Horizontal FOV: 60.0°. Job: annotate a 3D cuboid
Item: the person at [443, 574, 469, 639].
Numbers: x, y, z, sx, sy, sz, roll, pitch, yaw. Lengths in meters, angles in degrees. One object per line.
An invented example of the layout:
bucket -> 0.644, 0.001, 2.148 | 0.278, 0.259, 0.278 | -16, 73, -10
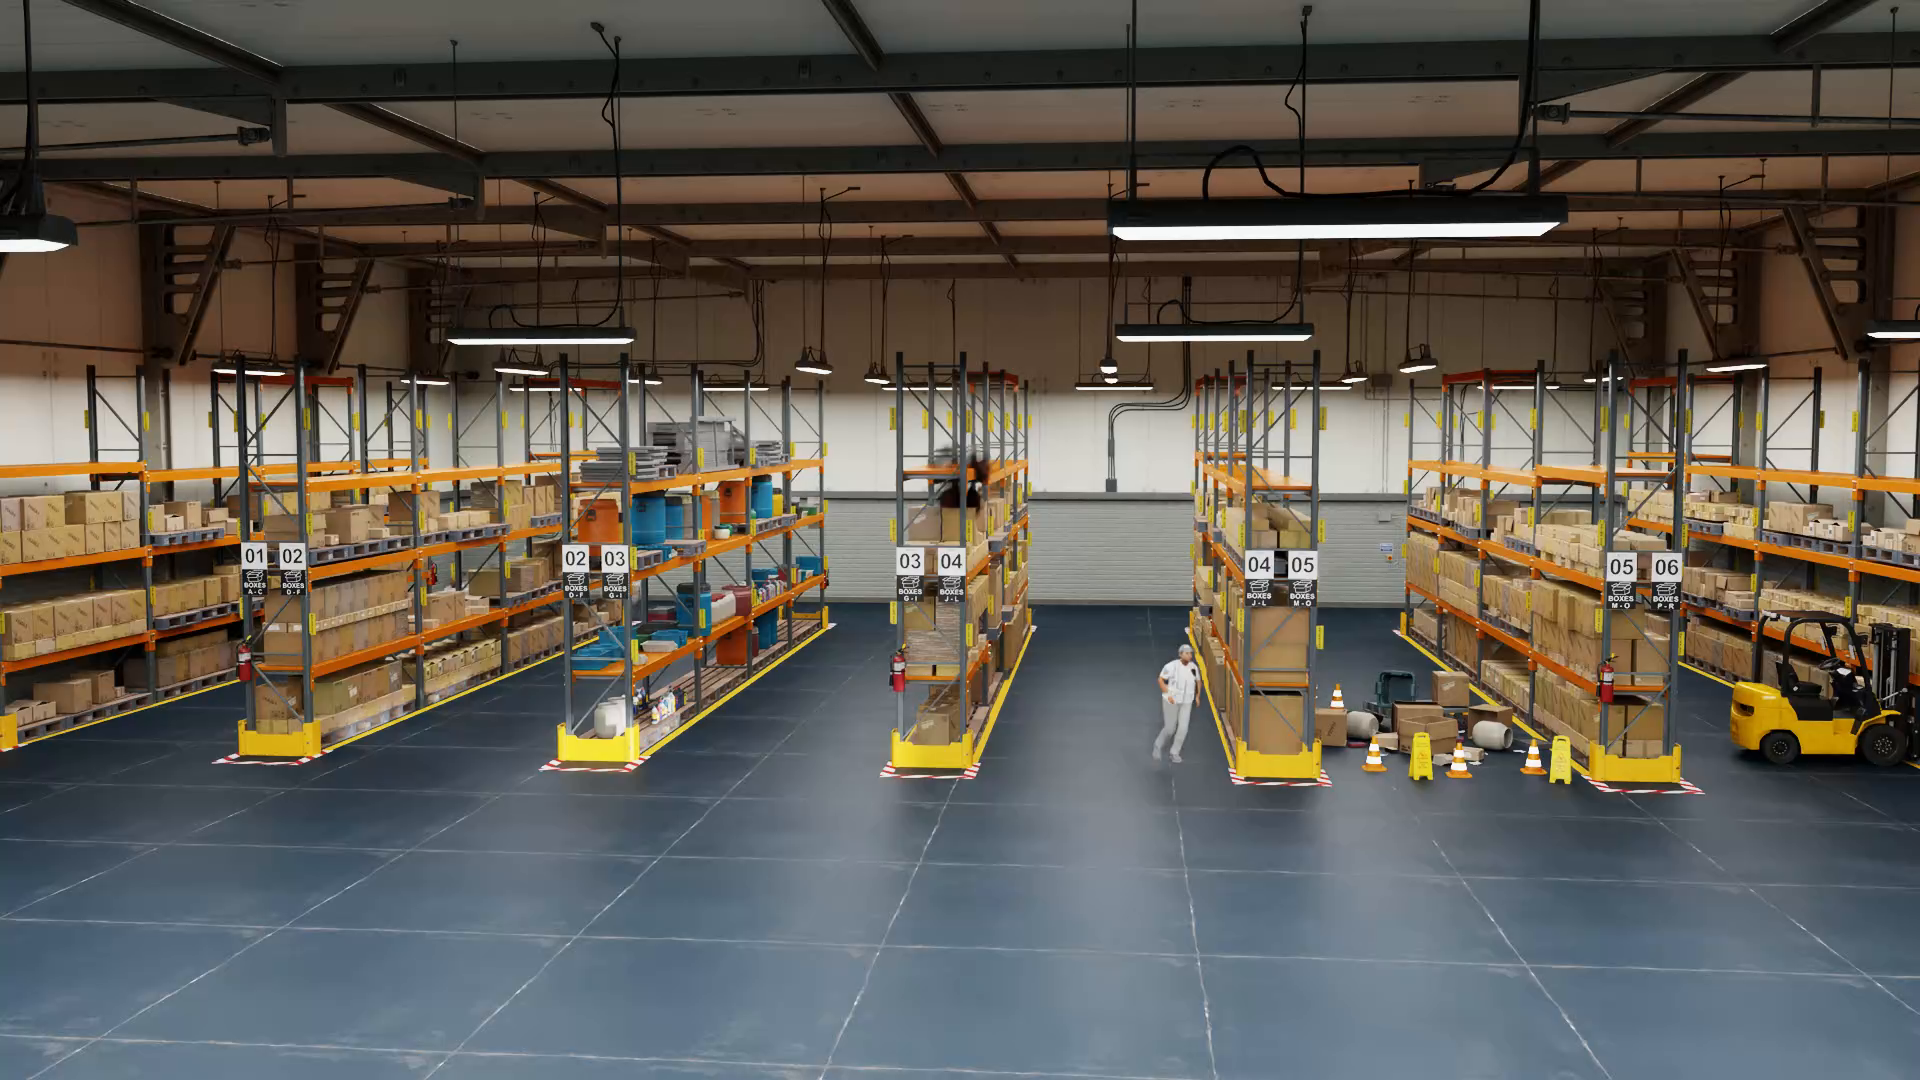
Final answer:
person -> -10.908, 1.586, 35.900 | 0.677, 1.749, 0.926 | 0, 4, 5

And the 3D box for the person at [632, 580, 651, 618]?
person -> -8.179, 1.164, 41.908 | 0.794, 1.834, 0.697 | 2, 5, 32

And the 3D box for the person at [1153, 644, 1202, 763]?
person -> 3.094, 2.283, 23.287 | 0.648, 1.662, 0.611 | -1, 4, -18
